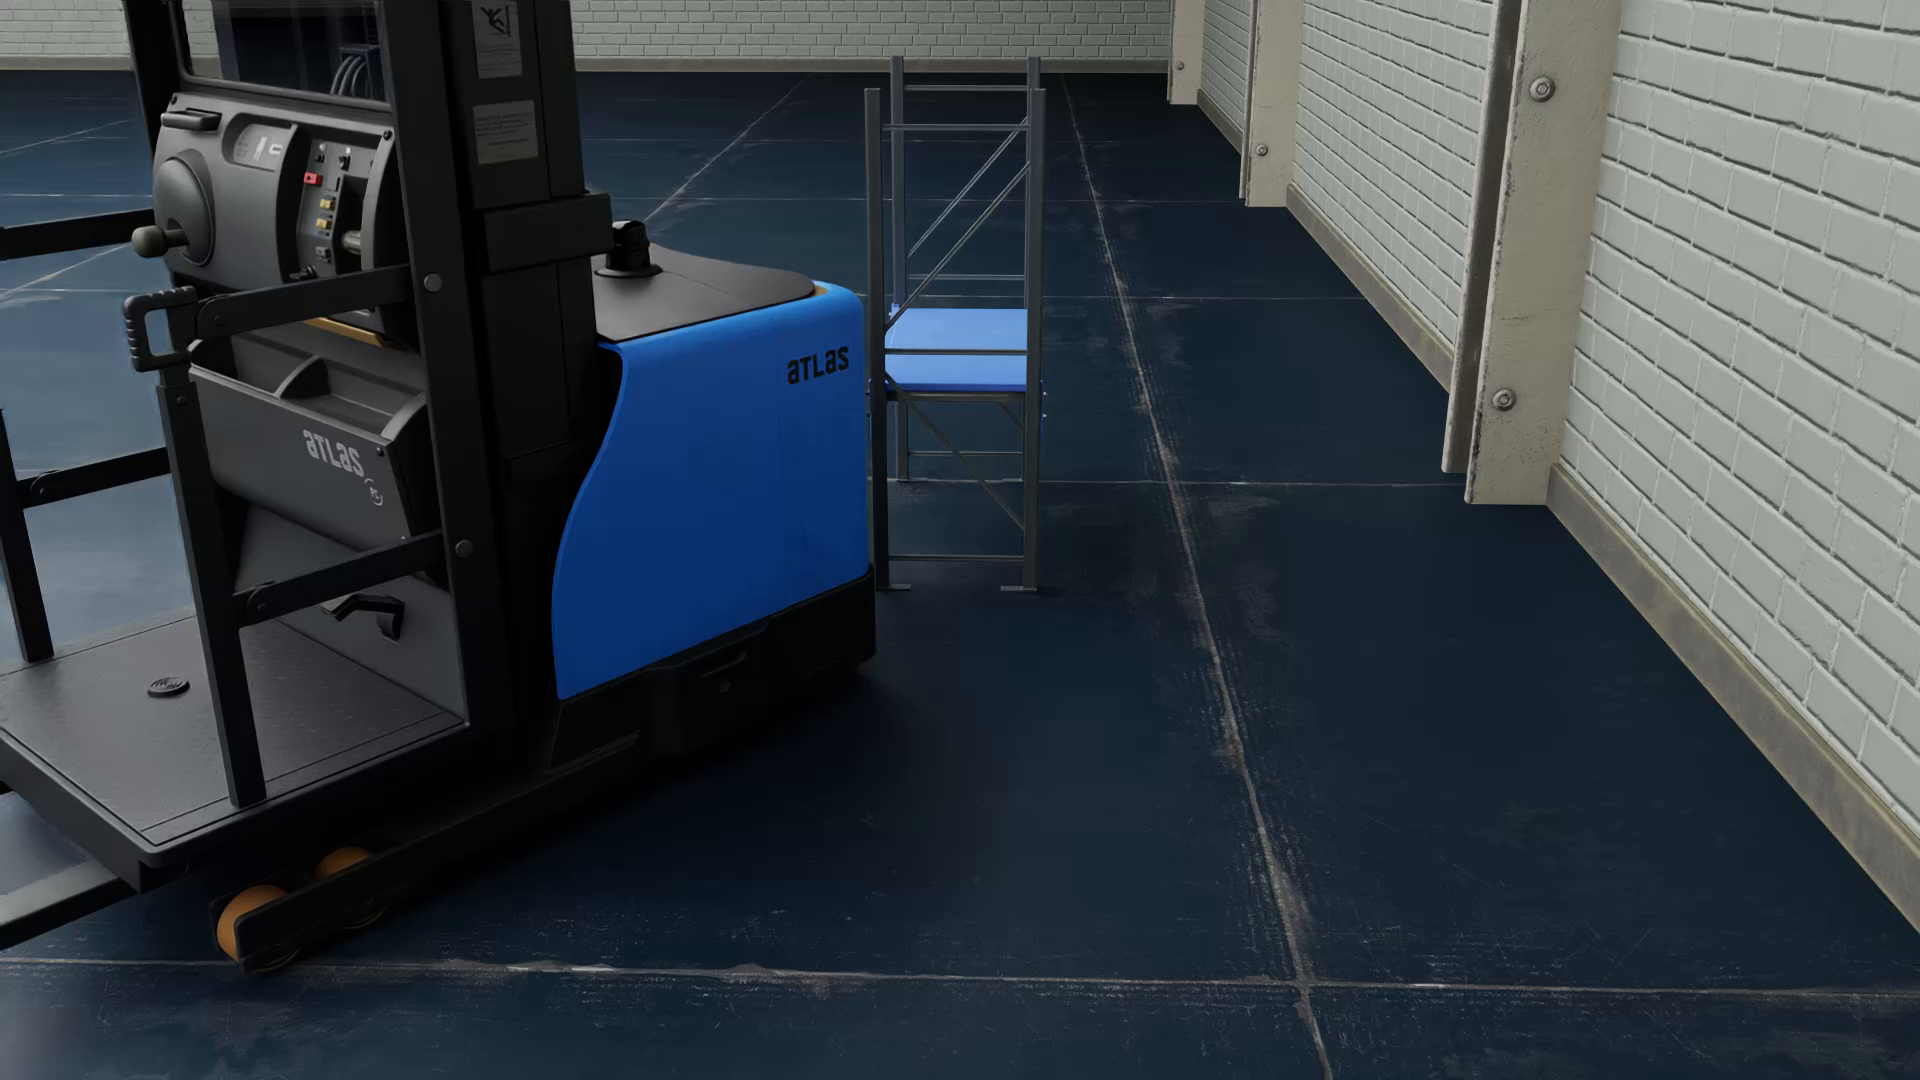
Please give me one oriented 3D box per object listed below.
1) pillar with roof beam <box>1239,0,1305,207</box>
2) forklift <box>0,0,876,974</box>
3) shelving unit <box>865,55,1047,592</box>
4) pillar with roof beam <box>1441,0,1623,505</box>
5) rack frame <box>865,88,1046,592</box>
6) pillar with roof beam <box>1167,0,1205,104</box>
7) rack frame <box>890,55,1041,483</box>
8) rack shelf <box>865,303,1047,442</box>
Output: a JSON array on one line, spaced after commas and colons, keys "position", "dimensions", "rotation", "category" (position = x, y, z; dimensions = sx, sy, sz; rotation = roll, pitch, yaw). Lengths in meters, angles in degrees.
[{"position": [-2.171, -6.610, 10.123], "dimensions": [9.100, 9.000, 0.400], "rotation": [1, 21, 2], "category": "pillar with roof beam"}, {"position": [-1.578, -0.714, 3.316], "dimensions": [1.130, 2.935, 3.031], "rotation": [18, 27, 38], "category": "forklift"}, {"position": [0.003, -0.730, 5.337], "dimensions": [0.538, 1.500, 1.048], "rotation": [1, 21, 2], "category": "shelving unit"}, {"position": [-2.354, -4.440, 4.532], "dimensions": [9.100, 9.000, 0.400], "rotation": [1, 21, 2], "category": "pillar with roof beam"}, {"position": [-0.013, -0.546, 4.863], "dimensions": [0.500, 1.500, 0.032], "rotation": [1, 21, 2], "category": "rack frame"}, {"position": [-1.989, -8.779, 15.714], "dimensions": [9.100, 9.000, 0.400], "rotation": [1, 21, 2], "category": "pillar with roof beam"}, {"position": [0.018, -0.914, 5.811], "dimensions": [0.500, 1.500, 0.032], "rotation": [1, 21, 2], "category": "rack frame"}, {"position": [0.003, -0.562, 5.402], "dimensions": [0.538, 0.185, 1.000], "rotation": [1, 21, 2], "category": "rack shelf"}]
